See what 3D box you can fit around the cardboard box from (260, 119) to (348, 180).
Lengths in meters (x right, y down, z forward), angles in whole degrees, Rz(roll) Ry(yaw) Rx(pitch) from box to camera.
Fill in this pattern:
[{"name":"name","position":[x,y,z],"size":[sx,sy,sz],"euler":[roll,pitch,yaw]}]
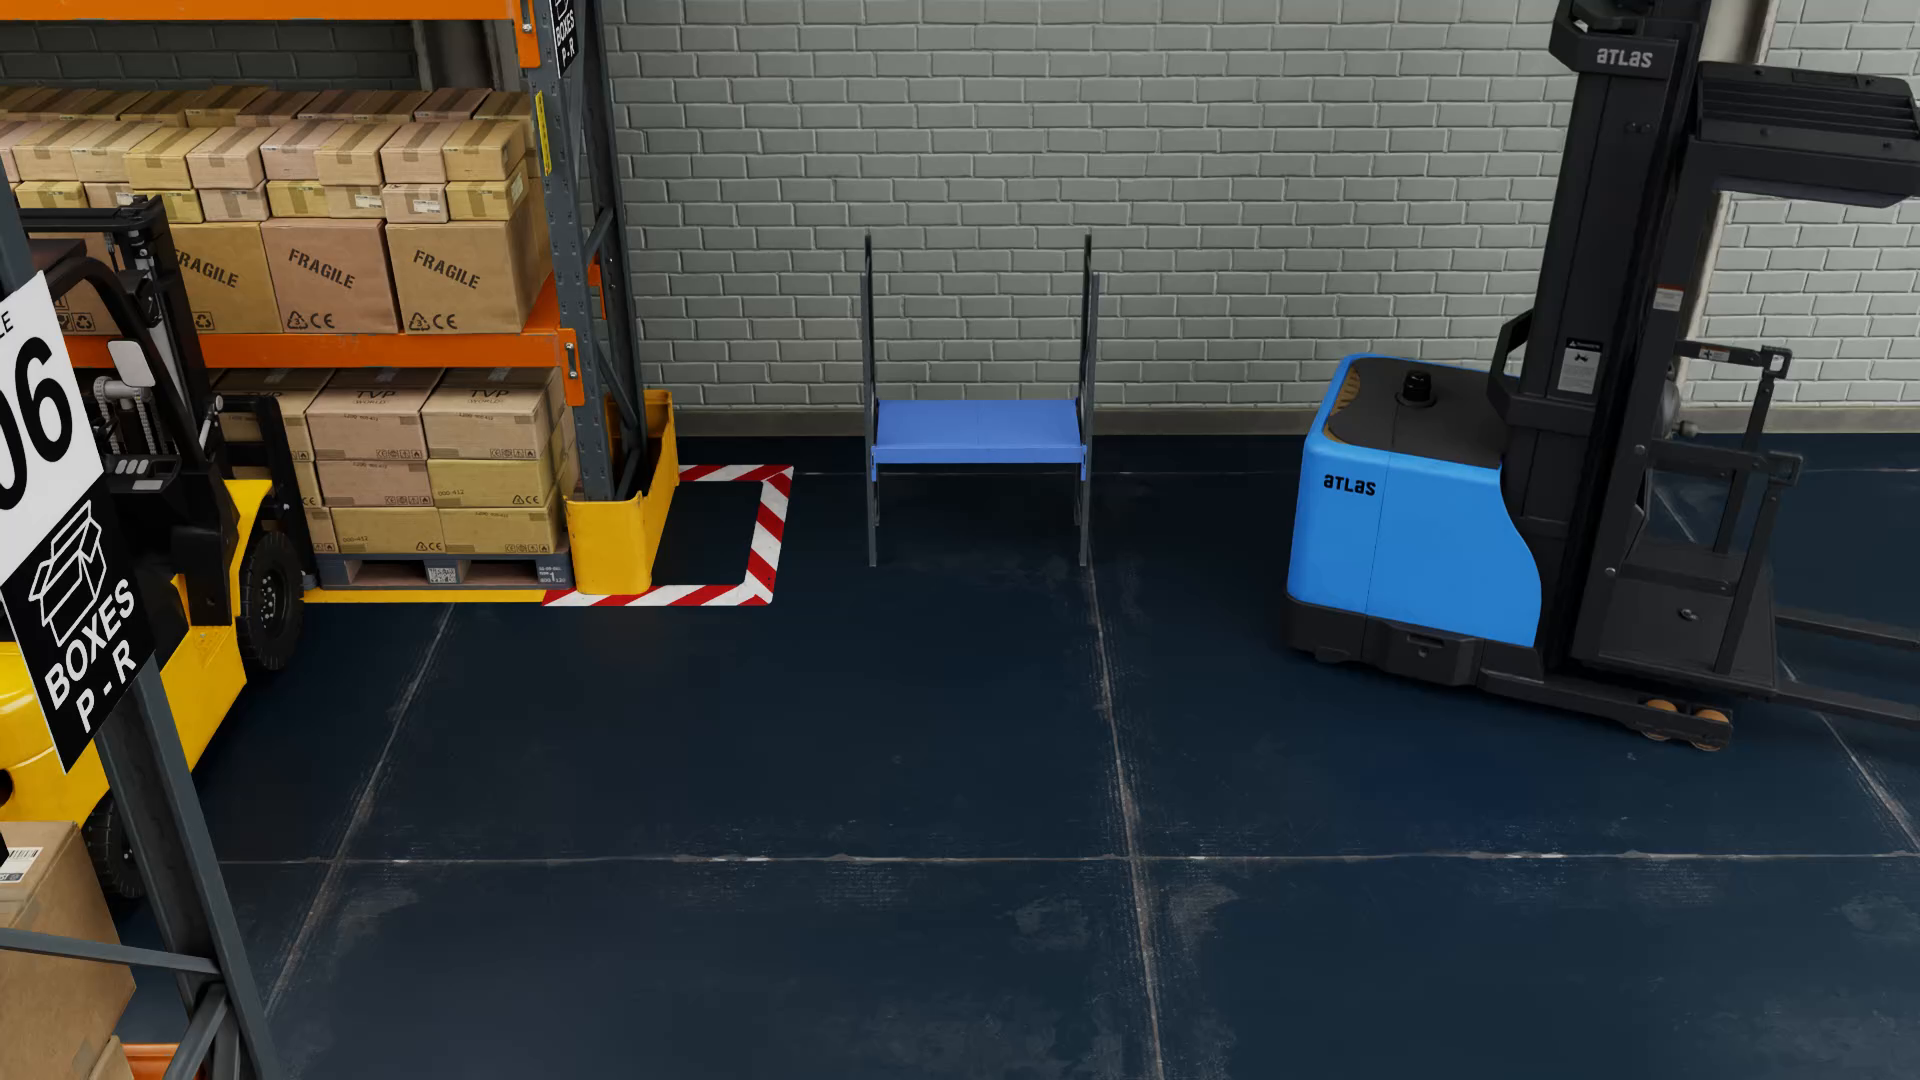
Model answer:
[{"name":"cardboard box","position":[-2.785,-1.670,7.102],"size":[0.250,0.149,0.380],"euler":[0,31,0]}]

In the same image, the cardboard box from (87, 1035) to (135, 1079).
[{"name":"cardboard box","position":[-1.978,1.249,3.542],"size":[0.250,0.149,0.380],"euler":[0,31,0]}]

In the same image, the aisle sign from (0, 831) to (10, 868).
[{"name":"aisle sign","position":[-1.573,0.287,2.380],"size":[0.004,0.787,0.394],"euler":[0,31,0]}]

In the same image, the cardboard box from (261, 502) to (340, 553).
[{"name":"cardboard box","position":[-3.136,-0.172,7.888],"size":[0.500,0.250,0.500],"euler":[0,31,0]}]

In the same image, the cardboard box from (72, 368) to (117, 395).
[{"name":"cardboard box","position":[-4.176,-0.588,7.610],"size":[0.500,0.250,0.500],"euler":[1,31,1]}]

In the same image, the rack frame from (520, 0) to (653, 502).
[{"name":"rack frame","position":[-1.671,-1.327,7.545],"size":[0.127,3.000,1.000],"euler":[0,31,0]}]

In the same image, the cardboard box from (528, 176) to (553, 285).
[{"name":"cardboard box","position":[-2.168,-1.512,7.754],"size":[0.500,0.500,0.500],"euler":[1,31,1]}]

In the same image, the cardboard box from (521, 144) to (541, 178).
[{"name":"cardboard box","position":[-2.012,-1.780,7.571],"size":[0.250,0.149,0.380],"euler":[-1,31,-2]}]

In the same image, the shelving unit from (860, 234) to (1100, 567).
[{"name":"shelving unit","position":[0.085,-0.641,7.861],"size":[1.048,1.500,0.538],"euler":[0,31,0]}]

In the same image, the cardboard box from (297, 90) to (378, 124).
[{"name":"cardboard box","position":[-2.781,-1.899,7.480],"size":[0.250,0.149,0.380],"euler":[0,31,0]}]

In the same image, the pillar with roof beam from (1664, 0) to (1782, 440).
[{"name":"pillar with roof beam","position":[3.653,-2.143,3.106],"size":[0.400,9.000,9.100],"euler":[0,31,0]}]

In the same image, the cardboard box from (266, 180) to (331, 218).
[{"name":"cardboard box","position":[-2.779,-1.520,7.142],"size":[0.250,0.149,0.380],"euler":[0,31,-1]}]

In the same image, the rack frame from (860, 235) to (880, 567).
[{"name":"rack frame","position":[-0.423,-0.640,7.859],"size":[0.032,1.500,0.500],"euler":[0,31,0]}]

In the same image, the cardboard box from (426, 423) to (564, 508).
[{"name":"cardboard box","position":[-2.156,-0.381,7.750],"size":[0.500,0.250,0.500],"euler":[-1,31,-1]}]

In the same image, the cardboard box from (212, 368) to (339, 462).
[{"name":"cardboard box","position":[-3.145,-0.584,7.602],"size":[0.500,0.250,0.500],"euler":[0,31,0]}]

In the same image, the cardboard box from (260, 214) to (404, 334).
[{"name":"cardboard box","position":[-2.680,-1.235,7.298],"size":[0.500,0.500,0.500],"euler":[1,31,1]}]

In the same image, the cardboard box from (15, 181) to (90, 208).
[{"name":"cardboard box","position":[-3.804,-1.493,7.098],"size":[0.250,0.149,0.380],"euler":[-1,31,-1]}]

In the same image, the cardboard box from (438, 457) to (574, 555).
[{"name":"cardboard box","position":[-2.139,-0.166,7.877],"size":[0.500,0.250,0.500],"euler":[0,31,0]}]

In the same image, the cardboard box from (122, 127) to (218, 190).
[{"name":"cardboard box","position":[-3.303,-1.608,7.000],"size":[0.250,0.149,0.380],"euler":[0,31,1]}]

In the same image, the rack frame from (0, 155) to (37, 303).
[{"name":"rack frame","position":[-1.637,-1.317,1.745],"size":[0.127,3.000,1.000],"euler":[0,31,0]}]

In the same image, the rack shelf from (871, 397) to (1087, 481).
[{"name":"rack shelf","position":[0.085,-0.488,7.955],"size":[1.000,0.185,0.538],"euler":[0,31,0]}]

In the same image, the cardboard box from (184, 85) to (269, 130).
[{"name":"cardboard box","position":[-3.308,-1.936,7.540],"size":[0.250,0.149,0.380],"euler":[-1,31,-1]}]

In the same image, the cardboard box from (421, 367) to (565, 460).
[{"name":"cardboard box","position":[-2.129,-0.595,7.621],"size":[0.500,0.250,0.500],"euler":[1,31,1]}]

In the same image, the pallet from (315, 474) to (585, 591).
[{"name":"pallet","position":[-2.435,-0.111,8.229],"size":[1.213,0.211,1.003],"euler":[0,31,0]}]

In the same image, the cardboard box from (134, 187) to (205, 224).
[{"name":"cardboard box","position":[-3.298,-1.484,7.082],"size":[0.250,0.149,0.380],"euler":[0,31,0]}]

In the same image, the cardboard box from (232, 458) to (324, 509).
[{"name":"cardboard box","position":[-3.173,-0.372,7.736],"size":[0.500,0.250,0.500],"euler":[-1,31,-1]}]

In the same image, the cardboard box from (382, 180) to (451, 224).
[{"name":"cardboard box","position":[-2.271,-1.484,7.083],"size":[0.250,0.149,0.380],"euler":[0,31,0]}]

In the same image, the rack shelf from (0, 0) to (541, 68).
[{"name":"rack shelf","position":[-3.671,-2.295,6.943],"size":[4.000,0.370,1.077],"euler":[0,31,0]}]

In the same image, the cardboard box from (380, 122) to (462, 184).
[{"name":"cardboard box","position":[-2.274,-1.647,7.064],"size":[0.250,0.149,0.380],"euler":[0,31,0]}]

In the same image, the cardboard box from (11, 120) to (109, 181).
[{"name":"cardboard box","position":[-3.813,-1.664,7.092],"size":[0.250,0.149,0.380],"euler":[0,31,0]}]

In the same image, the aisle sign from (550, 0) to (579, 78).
[{"name":"aisle sign","position":[-1.603,-2.286,6.620],"size":[0.004,0.787,0.394],"euler":[0,31,0]}]

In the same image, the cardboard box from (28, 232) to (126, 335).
[{"name":"cardboard box","position":[-3.695,-1.226,7.283],"size":[0.500,0.500,0.500],"euler":[0,31,0]}]

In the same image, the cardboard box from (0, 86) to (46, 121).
[{"name":"cardboard box","position":[-4.328,-1.930,7.531],"size":[0.250,0.149,0.380],"euler":[-1,31,-1]}]

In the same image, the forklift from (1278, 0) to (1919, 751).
[{"name":"forklift","position":[2.988,-0.701,6.580],"size":[3.031,2.935,1.130],"euler":[11,33,18]}]

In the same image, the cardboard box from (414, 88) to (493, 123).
[{"name":"cardboard box","position":[-2.274,-1.916,7.507],"size":[0.250,0.149,0.380],"euler":[1,31,1]}]

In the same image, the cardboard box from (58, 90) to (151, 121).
[{"name":"cardboard box","position":[-3.819,-1.891,7.467],"size":[0.250,0.149,0.380],"euler":[1,31,1]}]

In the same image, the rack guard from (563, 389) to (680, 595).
[{"name":"rack guard","position":[-1.647,-0.258,8.194],"size":[0.348,0.500,1.175],"euler":[0,31,0]}]
